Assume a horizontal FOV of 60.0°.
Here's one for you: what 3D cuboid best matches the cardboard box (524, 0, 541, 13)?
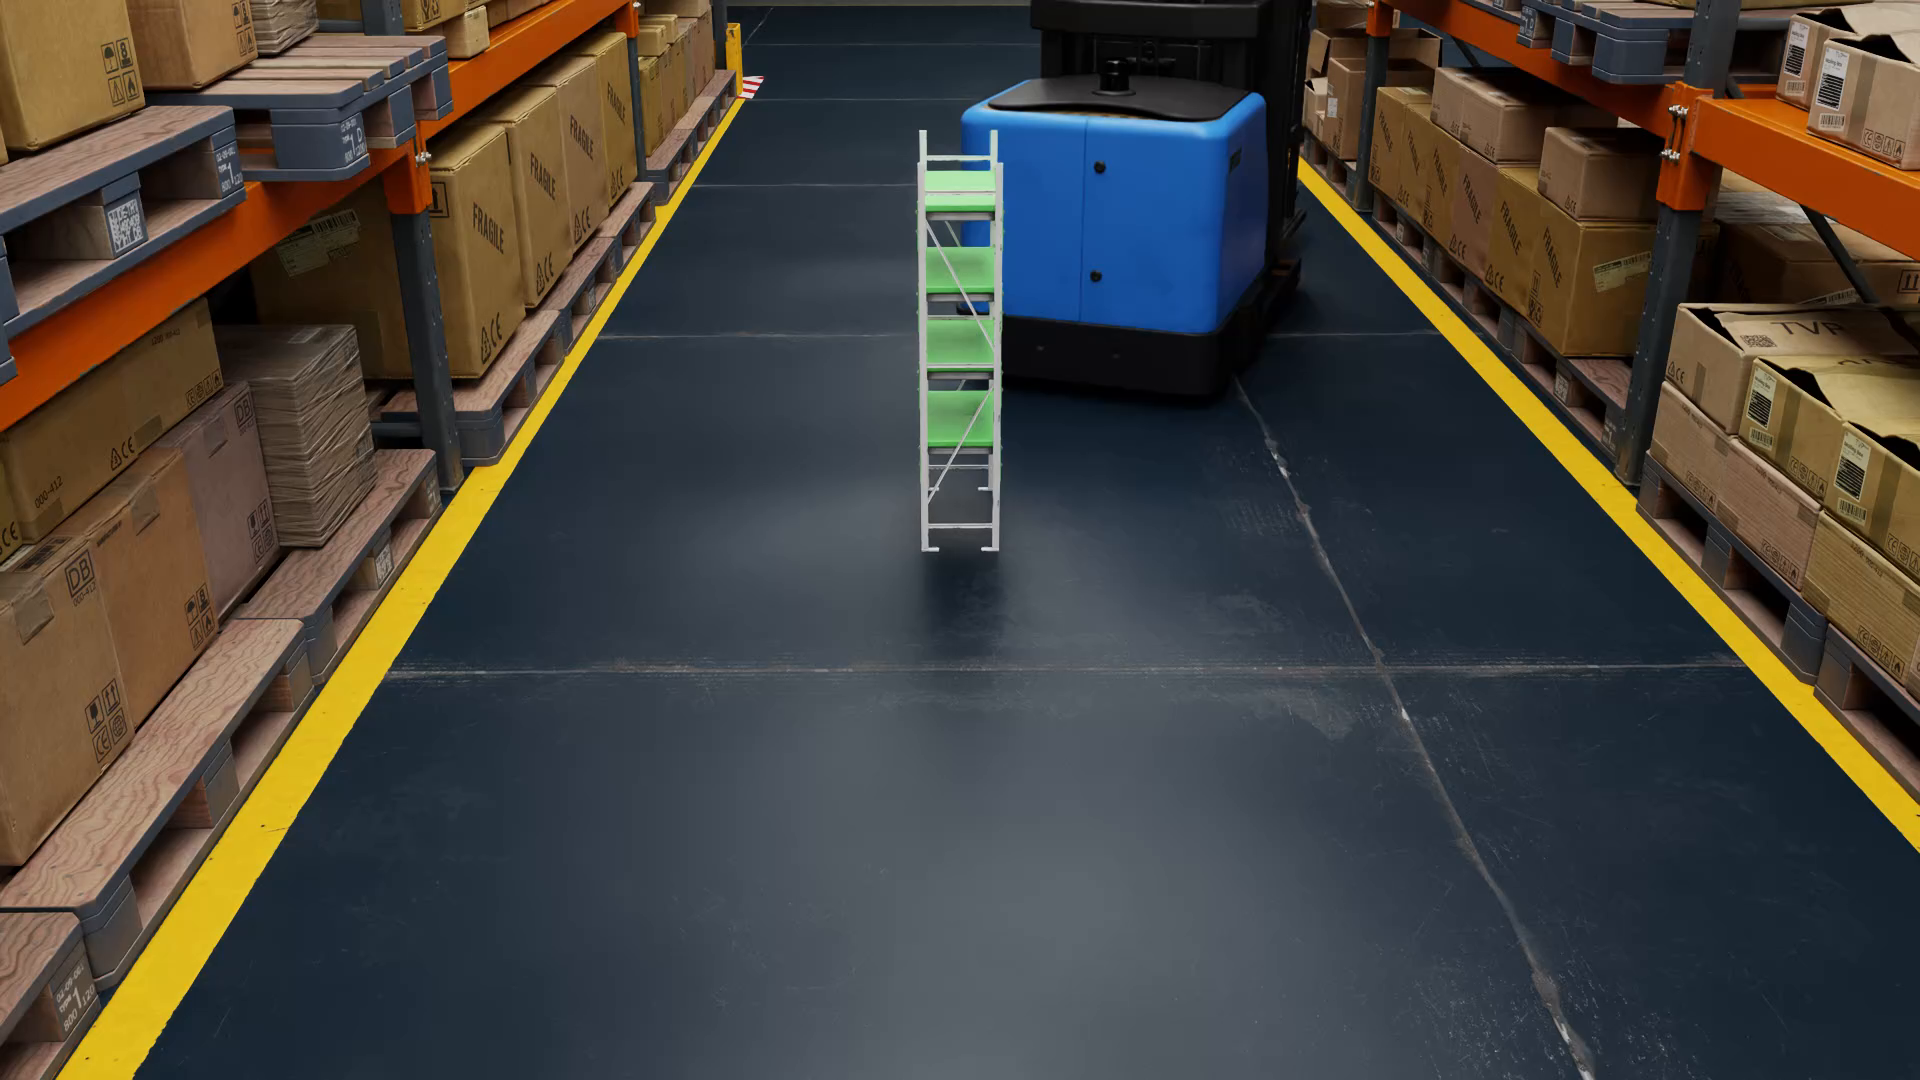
[{"bbox_3d":[-1.993,-2.315,7.009,0.380,0.149,0.250,0,24,1],"label":"cardboard box"}]

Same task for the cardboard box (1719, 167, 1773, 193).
[{"bbox_3d":[3.025,-1.240,6.851,0.500,0.500,0.500,-1,24,-1],"label":"cardboard box"}]

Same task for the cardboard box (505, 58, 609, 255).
[{"bbox_3d":[-2.091,-1.770,7.623,0.750,0.750,0.750,0,24,1],"label":"cardboard box"}]

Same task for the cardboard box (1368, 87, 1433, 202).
[{"bbox_3d":[2.474,-2.077,8.701,0.500,0.500,0.500,-1,24,-3],"label":"cardboard box"}]

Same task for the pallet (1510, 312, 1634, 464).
[{"bbox_3d":[2.786,-0.604,6.330,1.003,0.211,1.213,0,24,-1],"label":"pallet"}]

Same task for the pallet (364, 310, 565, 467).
[{"bbox_3d":[-2.131,-0.598,6.316,1.003,0.211,1.213,0,24,-1],"label":"pallet"}]

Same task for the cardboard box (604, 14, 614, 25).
[{"bbox_3d":[-2.357,-3.217,10.460,0.380,0.149,0.250,0,24,0],"label":"cardboard box"}]

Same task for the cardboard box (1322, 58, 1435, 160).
[{"bbox_3d":[2.423,-2.511,9.660,0.500,0.500,0.500,0,24,-1],"label":"cardboard box"}]

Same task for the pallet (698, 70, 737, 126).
[{"bbox_3d":[-2.198,-3.240,12.158,1.003,0.211,1.213,0,24,-1],"label":"pallet"}]

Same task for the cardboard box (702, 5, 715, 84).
[{"bbox_3d":[-2.177,-3.604,12.103,0.700,0.500,0.500,0,24,-1],"label":"cardboard box"}]

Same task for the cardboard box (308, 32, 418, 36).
[{"bbox_3d":[-1.969,-1.575,5.372,0.380,0.149,0.250,-1,24,-1],"label":"cardboard box"}]

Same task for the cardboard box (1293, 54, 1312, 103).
[{"bbox_3d":[2.402,-3.174,11.431,0.500,0.250,0.500,0,24,-1],"label":"cardboard box"}]

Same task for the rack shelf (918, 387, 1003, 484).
[{"bbox_3d":[-0.002,-0.338,5.279,0.258,0.148,0.480,0,24,-1],"label":"rack shelf"}]

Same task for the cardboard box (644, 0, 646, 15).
[{"bbox_3d":[-2.372,-3.742,11.620,0.380,0.149,0.250,0,24,0],"label":"cardboard box"}]

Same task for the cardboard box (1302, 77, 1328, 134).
[{"bbox_3d":[2.414,-2.733,10.383,0.500,0.311,0.500,0,24,-1],"label":"cardboard box"}]

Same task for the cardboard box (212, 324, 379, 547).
[{"bbox_3d":[-2.137,-0.309,4.792,0.700,0.500,0.500,0,24,0],"label":"cardboard box"}]

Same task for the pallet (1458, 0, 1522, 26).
[{"bbox_3d":[2.730,-2.281,6.887,1.003,0.211,1.213,0,24,-1],"label":"pallet"}]

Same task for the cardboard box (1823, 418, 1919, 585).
[{"bbox_3d":[2.486,-0.118,4.016,0.500,0.311,0.500,-1,24,-2],"label":"cardboard box"}]

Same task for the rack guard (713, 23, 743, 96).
[{"bbox_3d":[-2.285,-3.711,12.848,1.175,0.500,0.348,0,24,-1],"label":"rack guard"}]

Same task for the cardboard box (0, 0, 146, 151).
[{"bbox_3d":[-2.146,-1.083,3.348,0.700,0.500,0.500,0,24,-1],"label":"cardboard box"}]

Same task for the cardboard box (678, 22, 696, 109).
[{"bbox_3d":[-2.165,-3.191,11.189,0.700,0.500,0.500,-1,24,-2],"label":"cardboard box"}]

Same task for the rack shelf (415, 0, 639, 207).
[{"bbox_3d":[-2.219,-2.040,6.993,1.077,0.370,4.000,0,24,-1],"label":"rack shelf"}]

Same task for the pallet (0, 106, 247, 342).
[{"bbox_3d":[-2.135,-0.641,3.259,1.003,0.211,1.213,0,24,-1],"label":"pallet"}]

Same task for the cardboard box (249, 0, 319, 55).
[{"bbox_3d":[-2.182,-1.596,4.483,0.700,0.500,0.500,-3,25,-7],"label":"cardboard box"}]

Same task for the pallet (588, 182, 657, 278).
[{"bbox_3d":[-2.157,-1.604,8.539,1.003,0.211,1.213,0,24,-1],"label":"pallet"}]

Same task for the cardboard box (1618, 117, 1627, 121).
[{"bbox_3d":[3.001,-1.871,8.247,0.500,0.500,0.500,0,24,0],"label":"cardboard box"}]

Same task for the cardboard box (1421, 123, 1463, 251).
[{"bbox_3d":[2.489,-1.651,7.760,0.500,0.500,0.500,0,24,0],"label":"cardboard box"}]

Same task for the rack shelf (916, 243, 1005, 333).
[{"bbox_3d":[-0.002,-0.775,5.081,0.258,0.148,0.480,0,24,-1],"label":"rack shelf"}]

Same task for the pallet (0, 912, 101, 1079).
[{"bbox_3d":[-2.164,1.055,2.662,1.003,0.211,1.213,0,24,-1],"label":"pallet"}]

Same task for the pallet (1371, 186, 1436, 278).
[{"bbox_3d":[2.759,-1.610,8.554,1.003,0.211,1.213,0,24,-1],"label":"pallet"}]

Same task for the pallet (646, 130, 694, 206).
[{"bbox_3d":[-2.171,-2.235,9.935,1.003,0.211,1.213,0,24,-1],"label":"pallet"}]

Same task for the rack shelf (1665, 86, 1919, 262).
[{"bbox_3d":[2.778,-0.415,3.401,1.077,0.370,4.000,0,24,-1],"label":"rack shelf"}]

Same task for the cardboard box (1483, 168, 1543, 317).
[{"bbox_3d":[2.506,-1.226,6.821,0.500,0.500,0.500,-1,24,-2],"label":"cardboard box"}]

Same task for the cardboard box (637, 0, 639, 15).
[{"bbox_3d":[-2.366,-3.534,11.160,0.380,0.149,0.250,0,24,0],"label":"cardboard box"}]

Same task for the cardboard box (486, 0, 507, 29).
[{"bbox_3d":[-2.011,-2.105,6.544,0.380,0.149,0.250,0,24,0],"label":"cardboard box"}]

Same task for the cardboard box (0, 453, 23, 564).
[{"bbox_3d":[-2.196,0.003,3.194,0.500,0.250,0.500,-1,24,-2],"label":"cardboard box"}]

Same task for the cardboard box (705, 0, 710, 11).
[{"bbox_3d":[-1.993,-3.848,11.854,0.380,0.149,0.250,-1,24,-1],"label":"cardboard box"}]

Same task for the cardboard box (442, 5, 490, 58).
[{"bbox_3d":[-1.882,-1.789,5.845,0.380,0.149,0.250,0,24,1],"label":"cardboard box"}]

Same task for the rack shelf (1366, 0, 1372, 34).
[{"bbox_3d":[2.691,-3.712,10.690,1.077,0.370,4.000,0,24,-1],"label":"rack shelf"}]

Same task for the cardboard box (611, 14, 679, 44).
[{"bbox_3d":[-1.974,-3.205,10.434,0.380,0.149,0.250,-1,24,-2],"label":"cardboard box"}]

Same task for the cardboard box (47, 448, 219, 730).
[{"bbox_3d":[-2.214,0.109,3.869,0.700,0.500,0.500,0,24,-1],"label":"cardboard box"}]

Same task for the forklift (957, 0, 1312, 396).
[{"bbox_3d":[0.964,-2.461,7.135,1.130,2.935,3.031,8,26,18],"label":"forklift"}]

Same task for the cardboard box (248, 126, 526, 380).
[{"bbox_3d":[-2.074,-1.059,6.050,0.750,0.750,0.750,-1,24,-1],"label":"cardboard box"}]

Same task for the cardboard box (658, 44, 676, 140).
[{"bbox_3d":[-2.149,-2.760,10.236,0.700,0.500,0.500,0,24,-1],"label":"cardboard box"}]

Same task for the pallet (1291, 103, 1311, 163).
[{"bbox_3d":[2.690,-2.732,11.034,1.003,0.211,1.213,0,24,-1],"label":"pallet"}]

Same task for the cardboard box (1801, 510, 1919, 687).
[{"bbox_3d":[2.486,0.133,4.144,0.500,0.250,0.500,-1,24,-2],"label":"cardboard box"}]

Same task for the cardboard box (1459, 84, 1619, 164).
[{"bbox_3d":[2.491,-1.800,7.178,0.500,0.250,0.500,-1,24,-2],"label":"cardboard box"}]

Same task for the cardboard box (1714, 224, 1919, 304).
[{"bbox_3d":[3.037,-0.818,5.917,0.500,0.500,0.500,1,24,2],"label":"cardboard box"}]

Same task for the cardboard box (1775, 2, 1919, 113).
[{"bbox_3d":[2.716,-1.377,4.762,0.500,0.311,0.500,1,24,3],"label":"cardboard box"}]

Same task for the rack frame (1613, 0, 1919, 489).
[{"bbox_3d":[2.756,-1.567,5.075,1.000,3.000,0.127,0,24,-1],"label":"rack frame"}]

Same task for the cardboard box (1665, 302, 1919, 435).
[{"bbox_3d":[2.468,-0.544,4.960,0.500,0.311,0.500,1,24,1],"label":"cardboard box"}]

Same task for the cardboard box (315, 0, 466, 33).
[{"bbox_3d":[-1.947,-1.935,5.382,0.500,0.500,0.500,0,24,1],"label":"cardboard box"}]

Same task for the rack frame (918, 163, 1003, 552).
[{"bbox_3d":[0.001,-0.514,4.931,0.240,1.200,0.015,0,24,-1],"label":"rack frame"}]

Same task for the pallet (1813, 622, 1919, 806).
[{"bbox_3d":[2.736,0.544,3.791,1.003,0.211,1.213,0,24,-1],"label":"pallet"}]

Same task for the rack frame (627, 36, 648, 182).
[{"bbox_3d":[-2.241,-3.192,8.667,1.000,3.000,0.127,0,24,-1],"label":"rack frame"}]

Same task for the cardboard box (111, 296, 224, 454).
[{"bbox_3d":[-2.194,-0.415,4.117,0.500,0.250,0.500,0,24,0],"label":"cardboard box"}]

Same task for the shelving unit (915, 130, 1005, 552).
[{"bbox_3d":[-0.002,-0.615,5.154,0.258,1.200,0.503,0,24,-1],"label":"shelving unit"}]

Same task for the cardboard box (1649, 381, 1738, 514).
[{"bbox_3d":[2.468,-0.289,5.075,0.500,0.250,0.500,0,24,-1],"label":"cardboard box"}]
